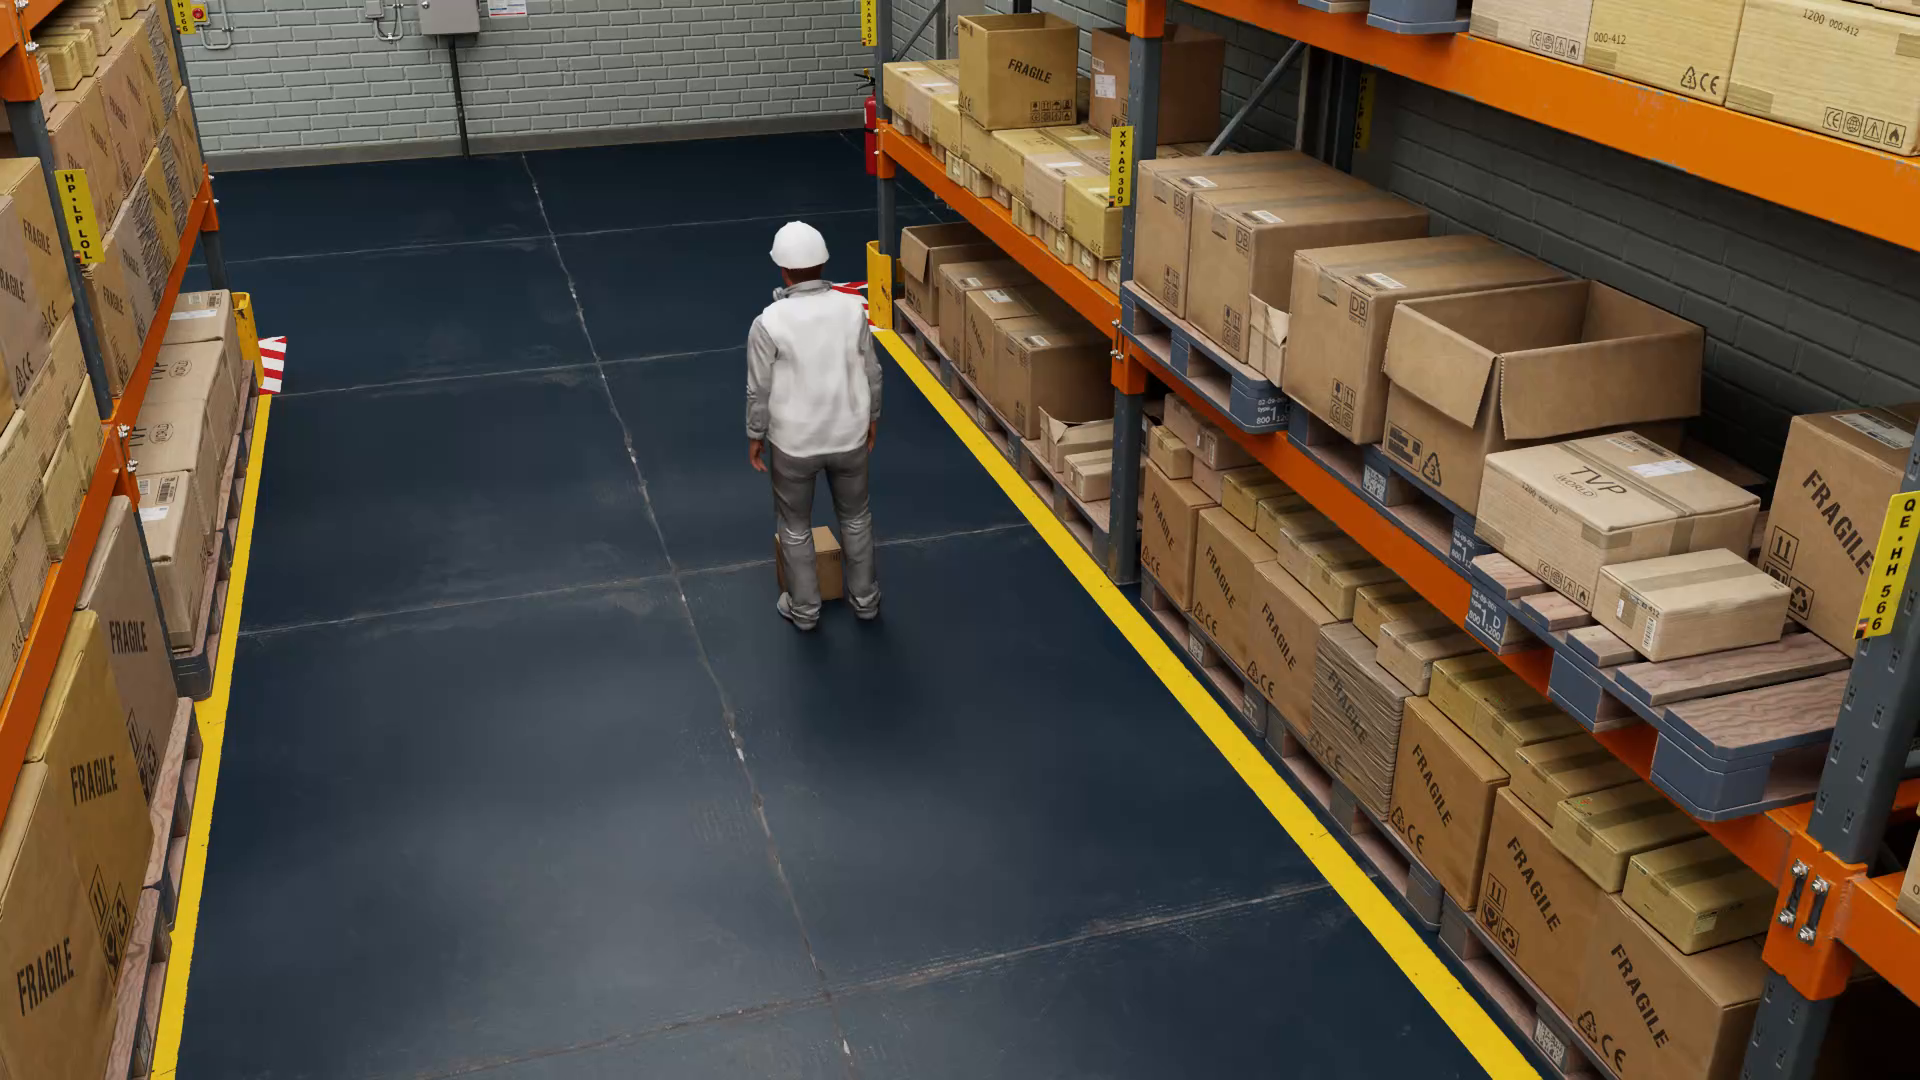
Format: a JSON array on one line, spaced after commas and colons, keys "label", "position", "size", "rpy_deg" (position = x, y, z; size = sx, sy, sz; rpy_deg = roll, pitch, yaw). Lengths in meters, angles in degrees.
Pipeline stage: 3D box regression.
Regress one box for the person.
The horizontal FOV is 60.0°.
[{"label": "person", "position": [-0.609, -0.458, 7.013], "size": [0.593, 1.773, 0.457], "rpy_deg": [-10, 28, -19]}]
